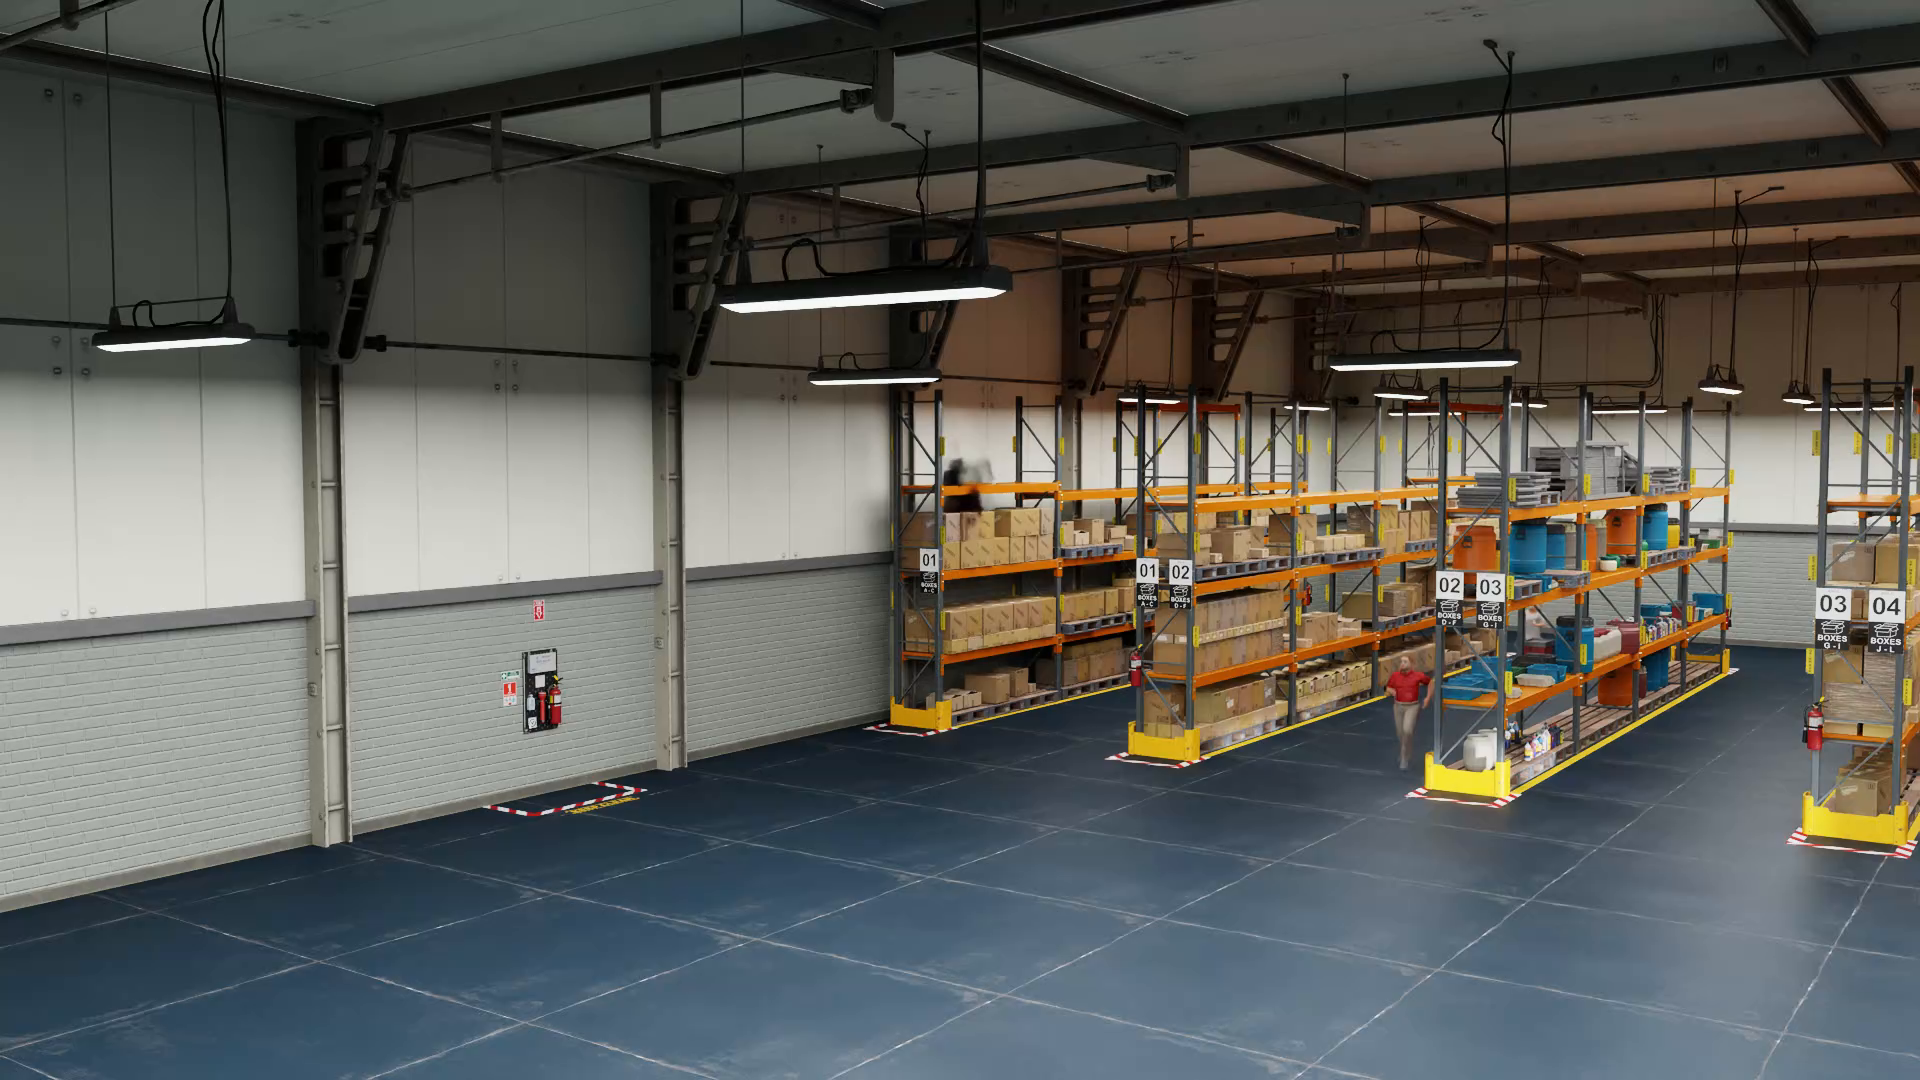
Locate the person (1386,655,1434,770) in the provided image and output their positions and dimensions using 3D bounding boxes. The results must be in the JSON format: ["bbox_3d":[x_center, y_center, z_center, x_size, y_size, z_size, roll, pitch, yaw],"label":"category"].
[{"bbox_3d":[7.014,2.698,26.099,0.670,1.776,0.822,2,4,37],"label":"person"}]

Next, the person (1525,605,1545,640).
[{"bbox_3d":[12.433,2.105,36.126,0.554,1.674,0.954,2,4,27],"label":"person"}]
